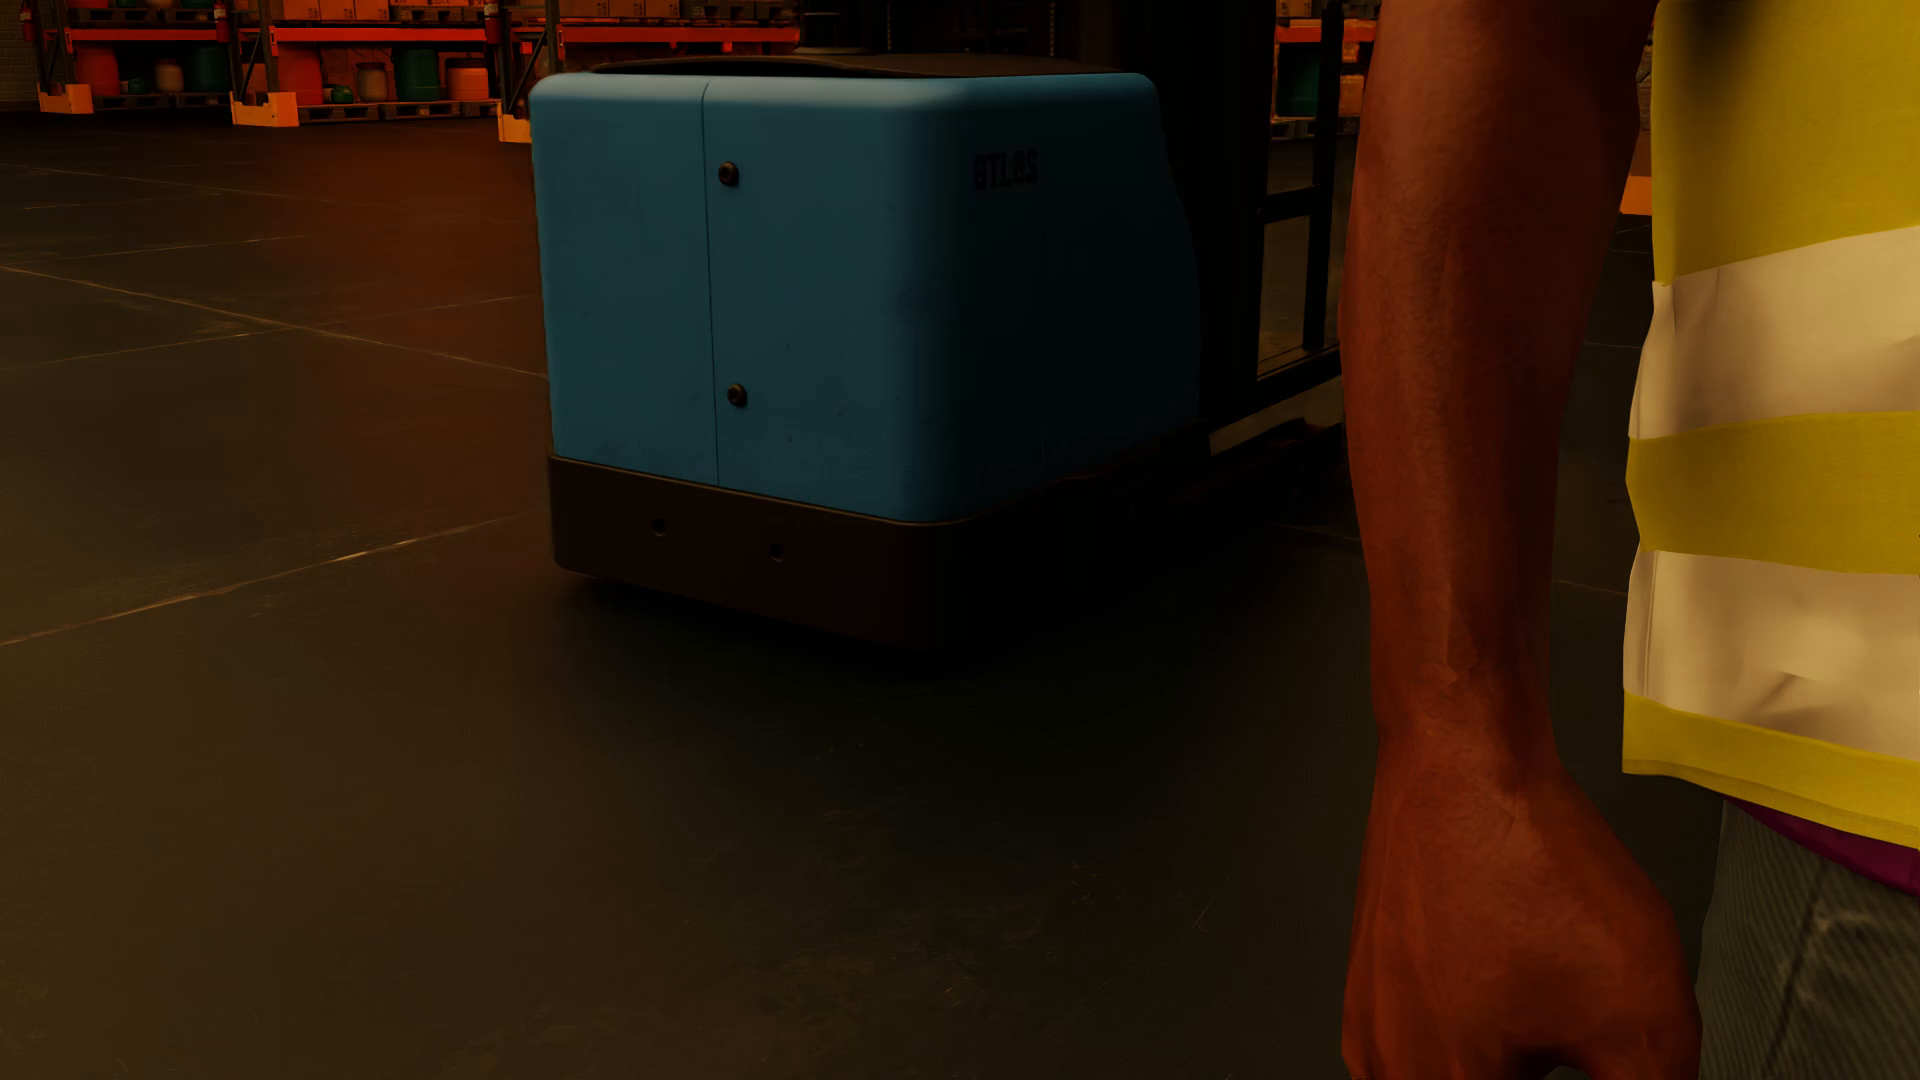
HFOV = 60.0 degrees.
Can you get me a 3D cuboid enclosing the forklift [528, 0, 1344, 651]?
[{"bbox_3d":[0.363,-1.570,4.068,1.130,2.935,3.031,11,20,32],"label":"forklift"}]
